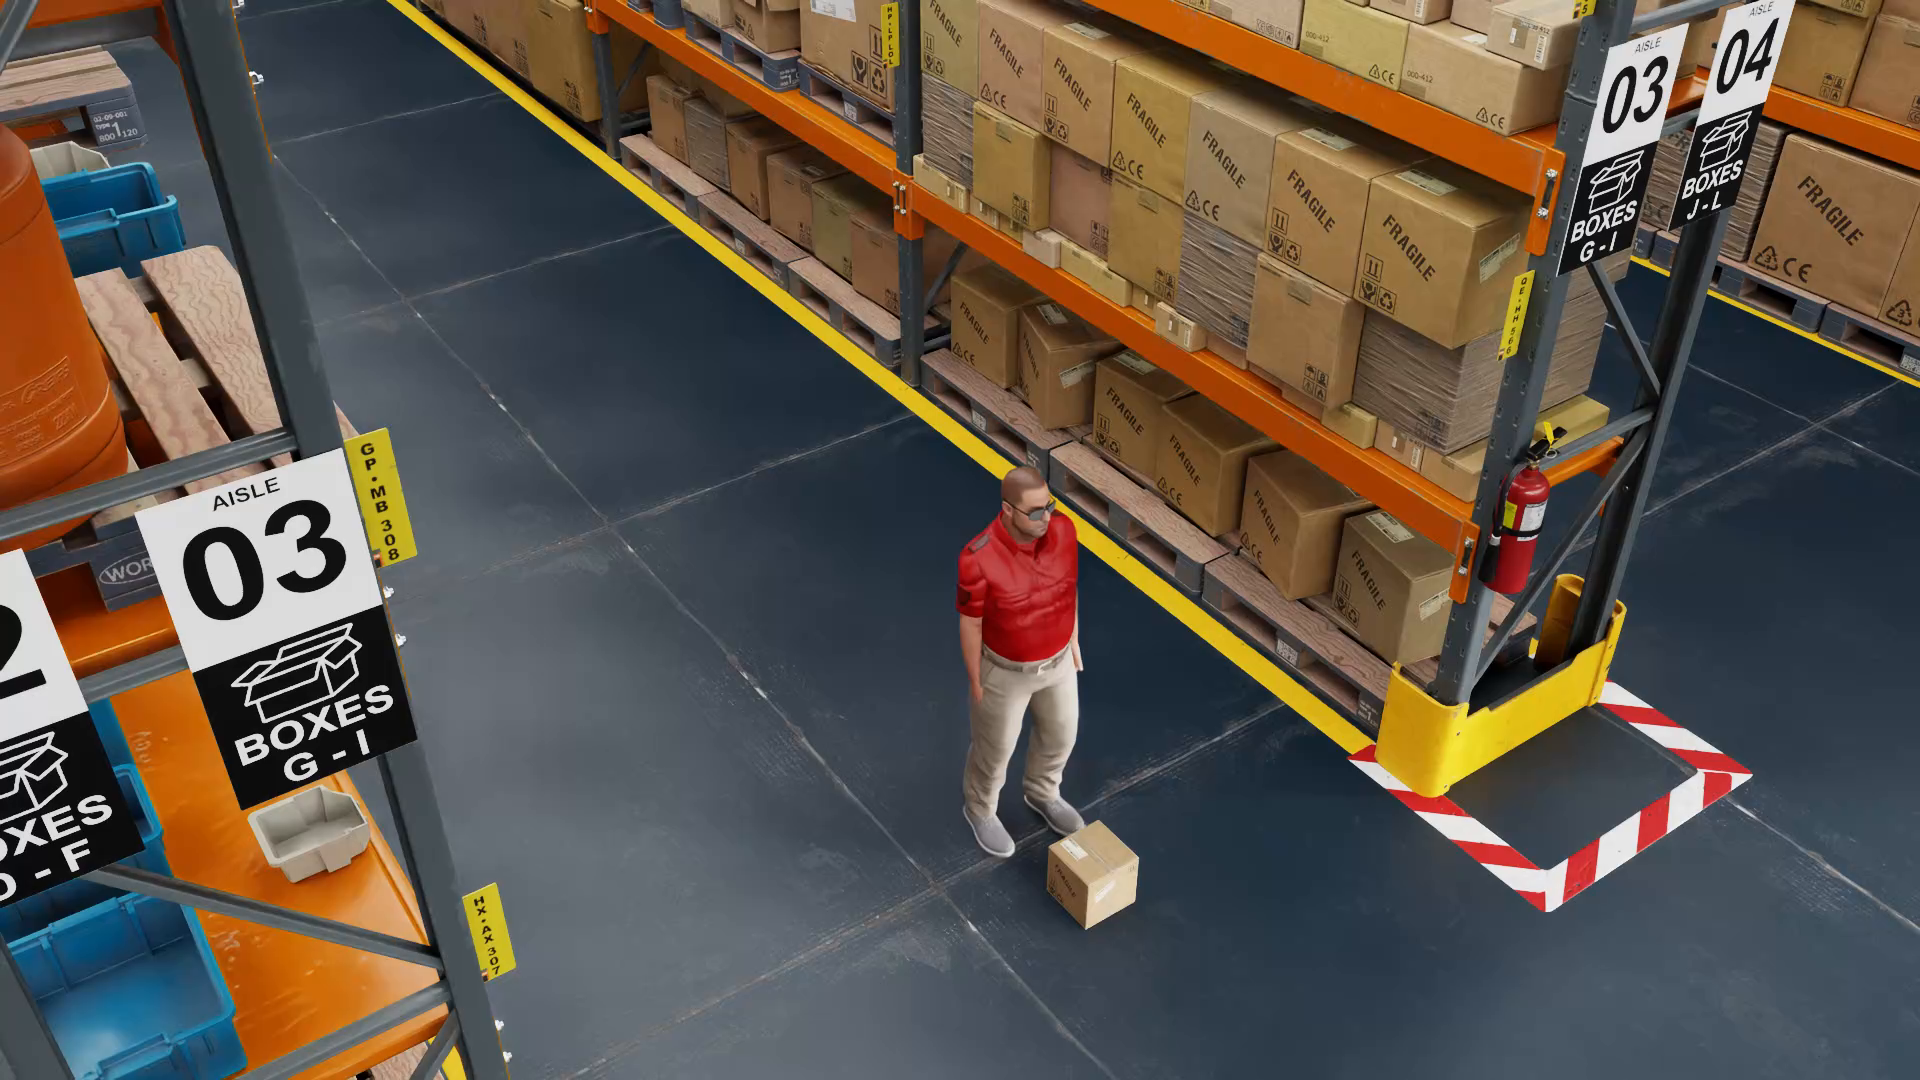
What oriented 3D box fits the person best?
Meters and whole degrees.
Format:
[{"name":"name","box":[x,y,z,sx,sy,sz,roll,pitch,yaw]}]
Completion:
[{"name":"person","box":[0.255,0.192,6.171,0.530,1.028,0.337,-22,41,-27]}]
